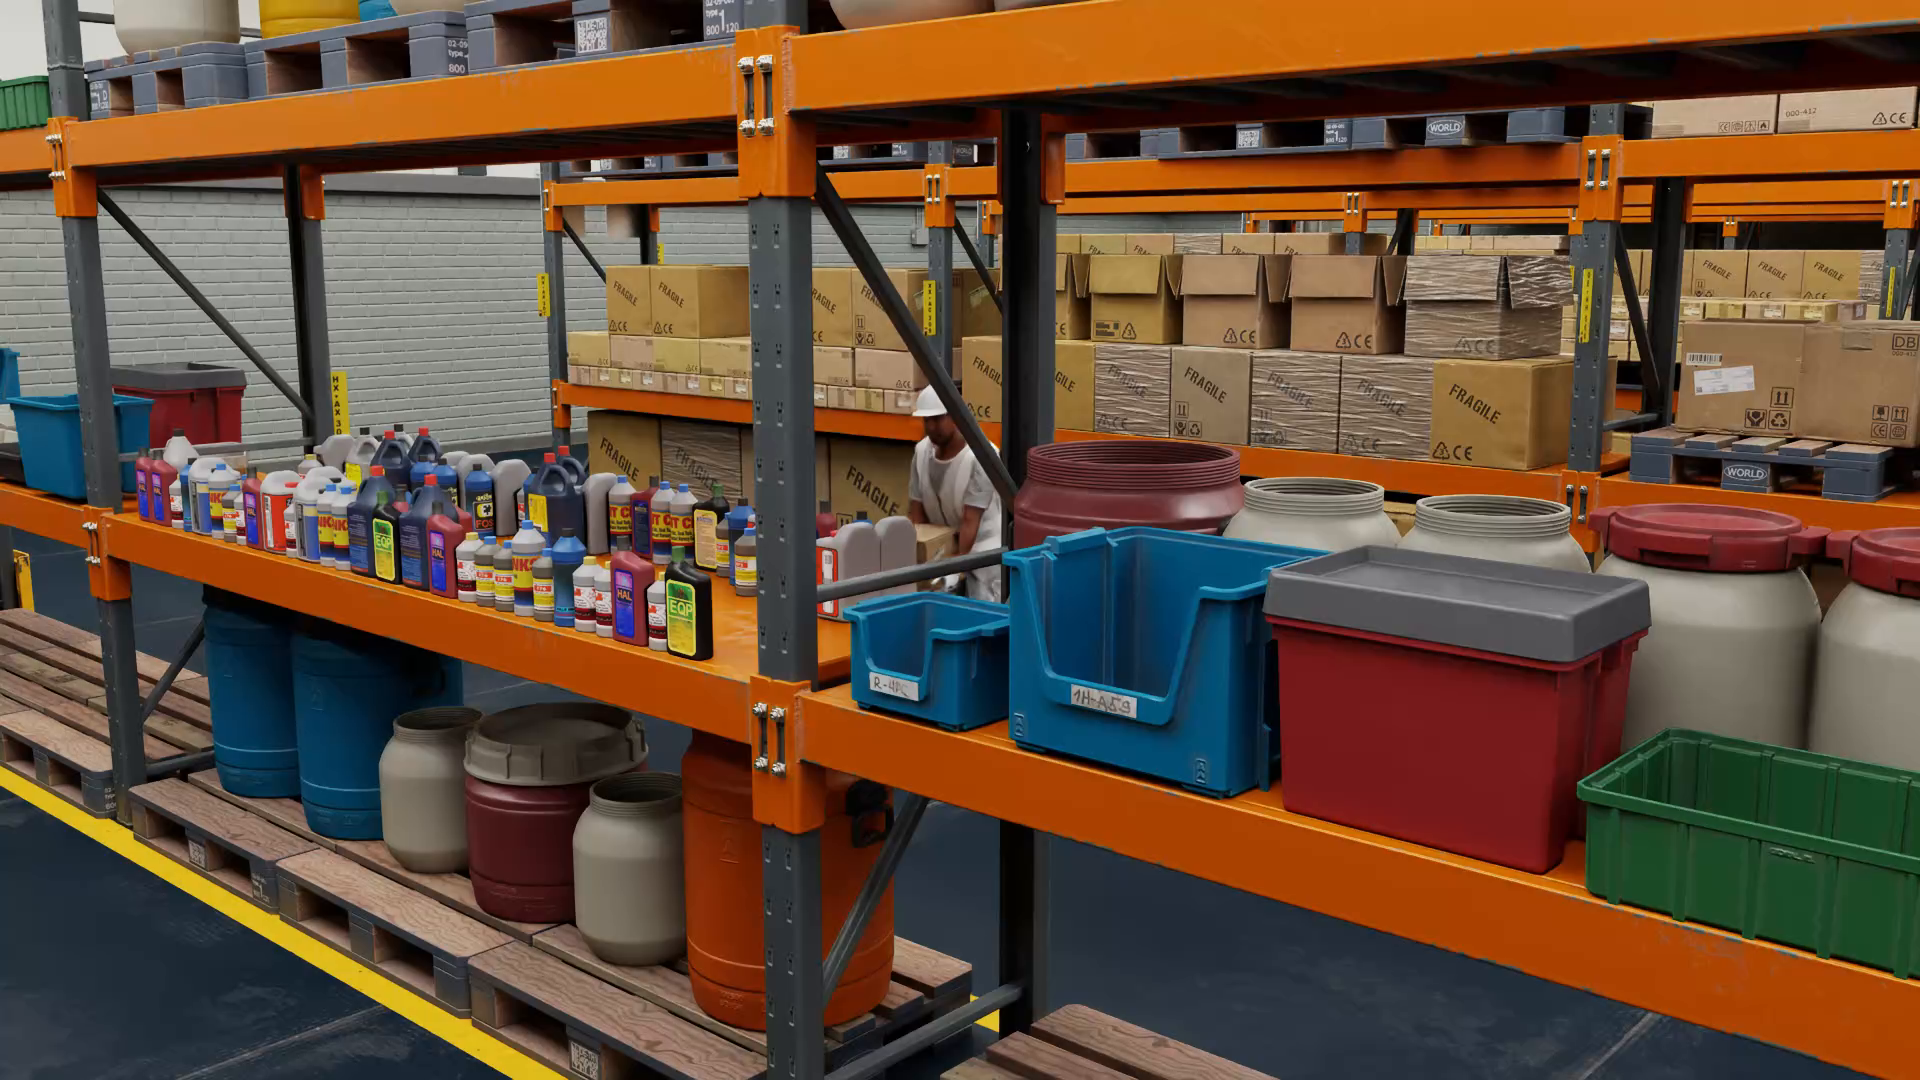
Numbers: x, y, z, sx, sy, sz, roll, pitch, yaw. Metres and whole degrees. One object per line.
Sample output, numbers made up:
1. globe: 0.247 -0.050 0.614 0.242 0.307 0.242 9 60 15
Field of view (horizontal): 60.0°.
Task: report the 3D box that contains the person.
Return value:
1. person: -0.013 0.092 7.992 0.485 1.725 0.622 8 13 40
